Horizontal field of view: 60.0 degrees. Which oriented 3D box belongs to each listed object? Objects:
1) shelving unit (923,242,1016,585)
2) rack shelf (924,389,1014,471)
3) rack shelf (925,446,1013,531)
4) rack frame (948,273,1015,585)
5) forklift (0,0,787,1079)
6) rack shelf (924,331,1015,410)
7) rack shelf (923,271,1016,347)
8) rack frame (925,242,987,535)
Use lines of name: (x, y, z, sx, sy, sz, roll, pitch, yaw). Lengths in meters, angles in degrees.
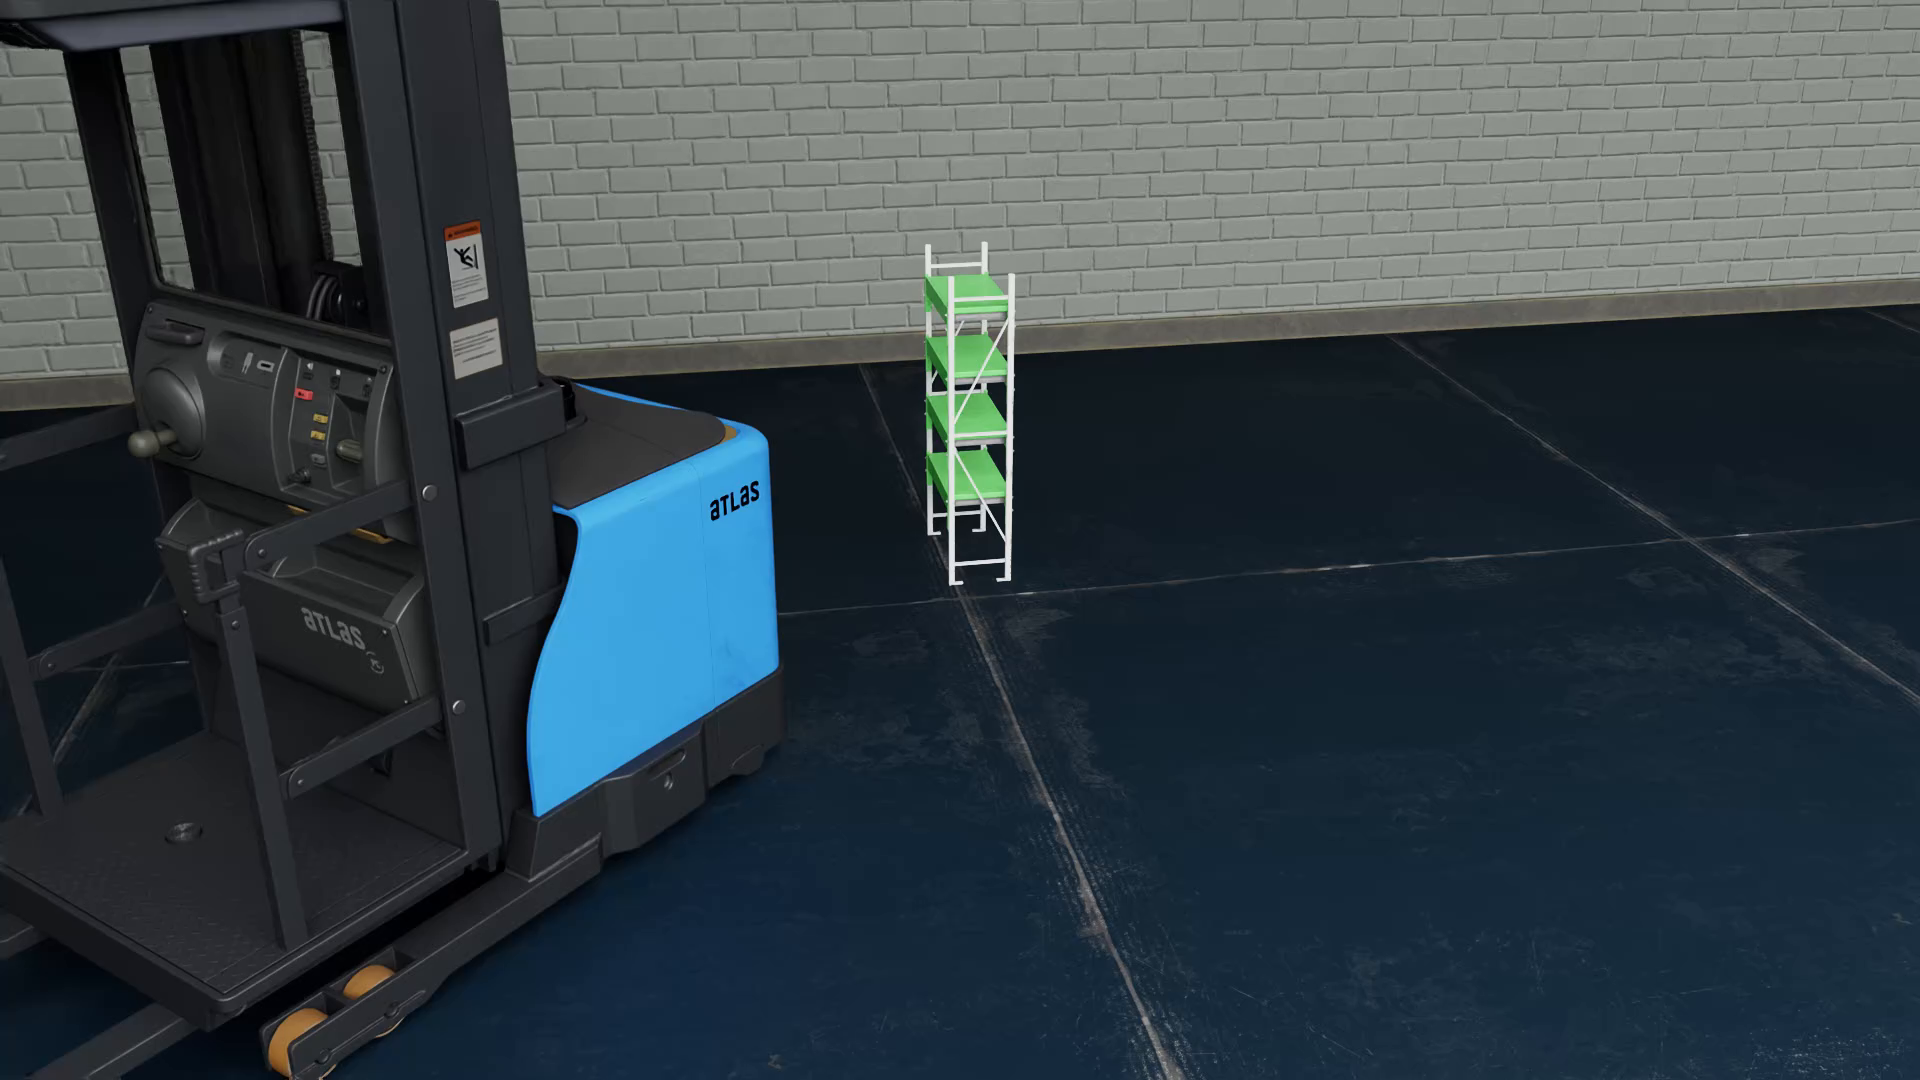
shelving unit: (0.031, -0.485, 6.361, 0.258, 1.200, 0.503, -4, 24, -10)
rack shelf: (0.031, -0.426, 6.386, 0.258, 0.148, 0.480, -4, 24, -10)
rack shelf: (0.031, -0.206, 6.482, 0.258, 0.148, 0.480, -4, 24, -10)
rack frame: (0.076, -0.389, 6.141, 0.240, 1.200, 0.015, -4, 24, -10)
forklift: (-1.773, -0.299, 3.771, 1.130, 2.935, 3.031, 15, 28, 30)
rack shelf: (0.031, -0.646, 6.290, 0.258, 0.148, 0.480, -4, 24, -10)
rack shelf: (0.031, -0.866, 6.194, 0.258, 0.148, 0.480, -4, 24, -10)
rack frame: (-0.015, -0.581, 6.581, 0.240, 1.200, 0.015, -4, 24, -10)
